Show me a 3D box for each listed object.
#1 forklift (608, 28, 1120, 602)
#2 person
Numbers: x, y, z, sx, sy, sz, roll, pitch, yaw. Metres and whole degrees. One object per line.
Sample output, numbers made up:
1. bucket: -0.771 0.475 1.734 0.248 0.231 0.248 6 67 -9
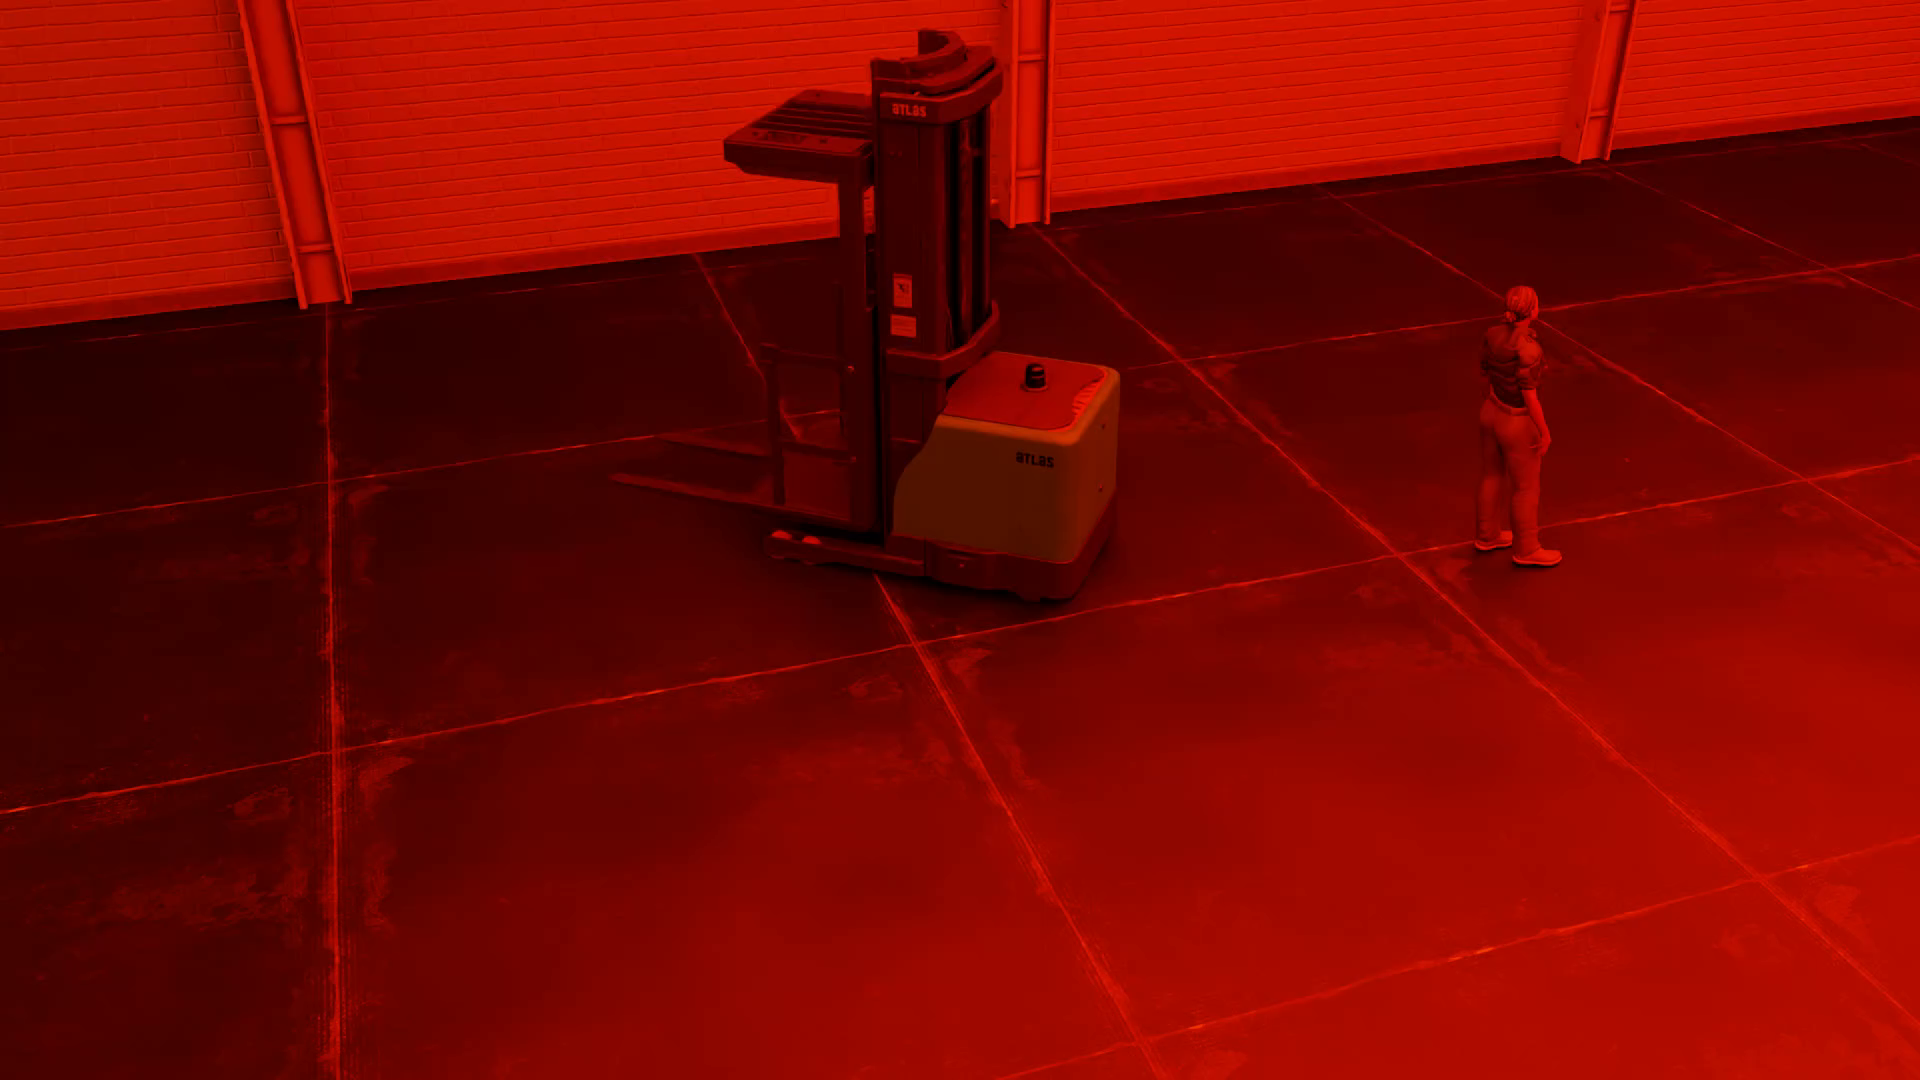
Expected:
1. forklift: -0.634 -1.359 9.448 3.031 2.935 1.130 10 31 17
2. person: 3.224 -0.669 9.514 0.503 1.656 0.569 -10 31 -17
